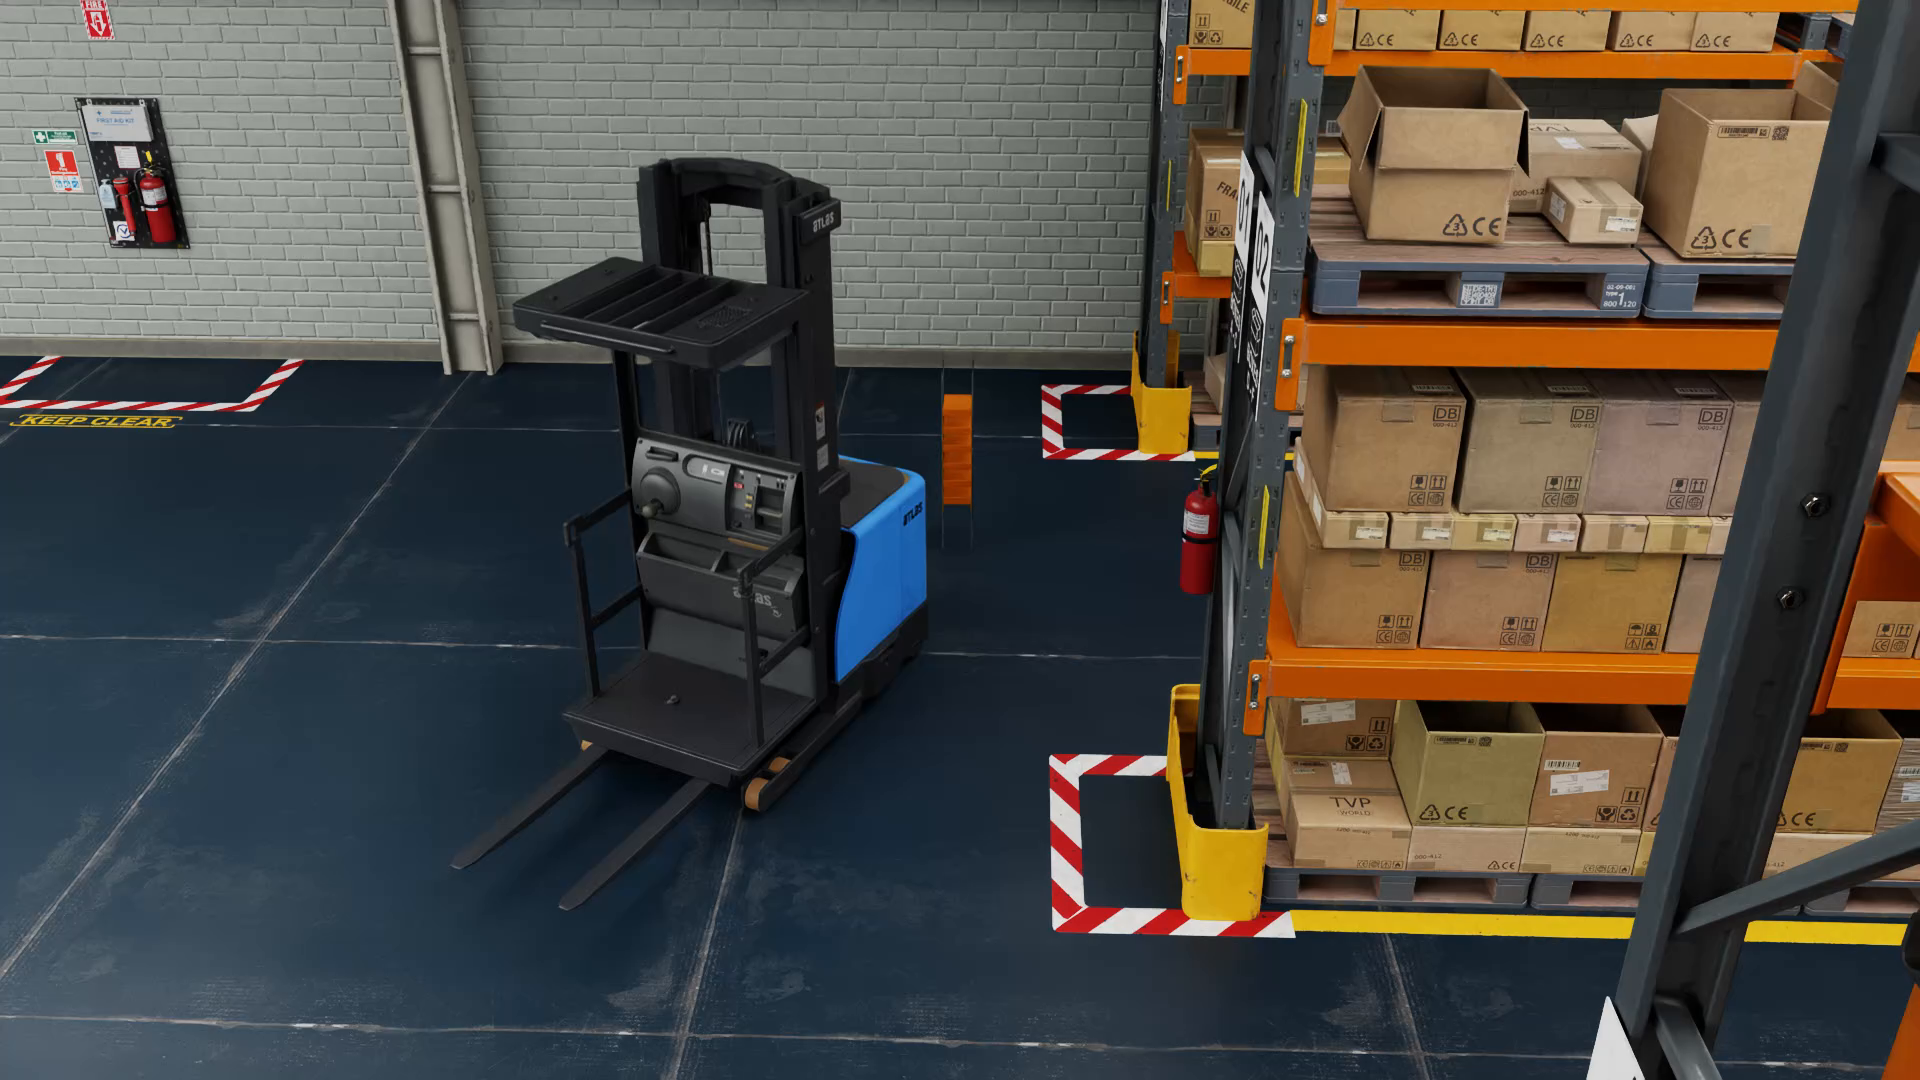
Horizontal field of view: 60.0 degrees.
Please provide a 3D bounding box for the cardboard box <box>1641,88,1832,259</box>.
[{"bbox_3d":[2.872,-1.353,6.118,0.500,0.500,0.500,1,28,2],"label":"cardboard box"}]

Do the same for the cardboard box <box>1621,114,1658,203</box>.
[{"bbox_3d":[2.938,-1.520,6.635,0.500,0.311,0.500,4,28,8],"label":"cardboard box"}]

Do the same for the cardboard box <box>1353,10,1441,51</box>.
[{"bbox_3d":[2.773,-3.434,10.620,0.500,0.500,0.500,2,28,4],"label":"cardboard box"}]

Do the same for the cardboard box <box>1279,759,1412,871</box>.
[{"bbox_3d":[1.751,1.251,7.601,0.500,0.250,0.500,1,28,2],"label":"cardboard box"}]

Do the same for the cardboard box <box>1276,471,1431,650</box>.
[{"bbox_3d":[1.689,0.078,7.219,0.500,0.500,0.700,1,28,2],"label":"cardboard box"}]

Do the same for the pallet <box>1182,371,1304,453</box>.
[{"bbox_3d":[2.280,-0.947,12.237,1.213,0.211,1.003,1,28,2],"label":"pallet"}]

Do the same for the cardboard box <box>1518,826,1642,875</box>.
[{"bbox_3d":[2.750,1.266,7.573,0.500,0.250,0.500,1,28,2],"label":"cardboard box"}]

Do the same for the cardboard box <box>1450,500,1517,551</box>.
[{"bbox_3d":[2.120,-0.107,6.876,0.250,0.149,0.380,1,28,2],"label":"cardboard box"}]

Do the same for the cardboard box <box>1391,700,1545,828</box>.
[{"bbox_3d":[2.250,0.927,7.412,0.500,0.500,0.500,1,28,2],"label":"cardboard box"}]

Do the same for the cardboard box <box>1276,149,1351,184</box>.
[{"bbox_3d":[2.354,-2.323,11.193,0.500,0.500,0.500,1,28,2],"label":"cardboard box"}]

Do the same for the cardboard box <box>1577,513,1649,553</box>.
[{"bbox_3d":[2.639,-0.099,6.860,0.250,0.149,0.380,0,28,0],"label":"cardboard box"}]

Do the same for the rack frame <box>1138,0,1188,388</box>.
[{"bbox_3d":[1.394,-2.211,11.643,0.127,3.000,1.000,1,28,2],"label":"rack frame"}]

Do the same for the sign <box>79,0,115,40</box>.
[{"bbox_3d":[-6.346,-3.833,12.228,0.199,0.298,0.001,1,28,2],"label":"sign"}]

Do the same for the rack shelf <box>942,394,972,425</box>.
[{"bbox_3d":[-0.014,-0.809,10.247,0.180,0.103,0.258,1,28,2],"label":"rack shelf"}]

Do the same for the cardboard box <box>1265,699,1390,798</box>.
[{"bbox_3d":[1.769,1.008,8.058,0.500,0.250,0.500,1,28,2],"label":"cardboard box"}]

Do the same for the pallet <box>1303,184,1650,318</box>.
[{"bbox_3d":[1.928,-1.154,6.542,1.213,0.211,1.003,1,28,2],"label":"pallet"}]

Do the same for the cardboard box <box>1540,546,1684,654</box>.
[{"bbox_3d":[2.710,0.095,7.187,0.500,0.500,0.700,1,28,2],"label":"cardboard box"}]

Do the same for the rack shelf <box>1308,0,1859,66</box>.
[{"bbox_3d":[3.221,-2.015,6.063,4.000,0.370,1.077,1,28,2],"label":"rack shelf"}]

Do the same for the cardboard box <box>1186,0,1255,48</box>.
[{"bbox_3d":[1.719,-3.466,10.681,0.500,0.500,0.500,2,28,3],"label":"cardboard box"}]

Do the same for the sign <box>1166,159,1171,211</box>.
[{"bbox_3d":[1.375,-2.339,10.961,0.005,0.325,0.100,1,28,2],"label":"sign"}]

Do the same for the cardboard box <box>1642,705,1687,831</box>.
[{"bbox_3d":[3.249,0.945,7.376,0.500,0.500,0.500,1,28,2],"label":"cardboard box"}]

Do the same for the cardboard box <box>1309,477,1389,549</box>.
[{"bbox_3d":[1.607,-0.115,6.891,0.250,0.149,0.380,1,28,1],"label":"cardboard box"}]

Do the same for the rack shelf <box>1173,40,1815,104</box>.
[{"bbox_3d":[3.392,-3.185,11.046,4.000,0.370,1.077,1,28,2],"label":"rack shelf"}]

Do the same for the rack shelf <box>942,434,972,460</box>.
[{"bbox_3d":[-0.014,-0.597,10.359,0.180,0.103,0.258,1,28,2],"label":"rack shelf"}]

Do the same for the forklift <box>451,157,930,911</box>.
[{"bbox_3d":[-1.295,-0.200,7.923,1.130,2.935,3.031,13,31,24],"label":"forklift"}]

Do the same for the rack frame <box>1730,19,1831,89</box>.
[{"bbox_3d":[5.391,-2.144,11.518,0.127,3.000,1.000,1,28,2],"label":"rack frame"}]

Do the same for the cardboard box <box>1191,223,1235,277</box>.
[{"bbox_3d":[1.870,-1.996,11.378,0.500,0.250,0.500,0,28,0],"label":"cardboard box"}]

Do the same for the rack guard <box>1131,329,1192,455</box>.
[{"bbox_3d":[1.469,-1.105,12.226,0.348,0.500,1.175,1,28,2],"label":"rack guard"}]

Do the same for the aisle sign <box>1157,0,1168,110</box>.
[{"bbox_3d":[1.311,-3.220,10.771,0.004,0.787,0.394,1,28,2],"label":"aisle sign"}]

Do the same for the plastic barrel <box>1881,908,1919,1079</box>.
[{"bbox_3d":[1.534,0.675,2.091,0.708,0.830,0.600,1,28,2],"label":"plastic barrel"}]

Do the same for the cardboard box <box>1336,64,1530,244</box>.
[{"bbox_3d":[1.797,-1.499,6.389,0.637,0.503,0.797,3,28,5],"label":"cardboard box"}]

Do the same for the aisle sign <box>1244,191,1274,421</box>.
[{"bbox_3d":[1.146,-0.898,6.391,0.004,0.787,0.394,1,28,2],"label":"aisle sign"}]

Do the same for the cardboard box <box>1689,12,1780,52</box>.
[{"bbox_3d":[4.875,-3.415,10.585,0.500,0.500,0.500,2,28,3],"label":"cardboard box"}]

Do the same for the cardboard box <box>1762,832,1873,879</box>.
[{"bbox_3d":[3.749,1.284,7.538,0.500,0.250,0.500,1,28,2],"label":"cardboard box"}]

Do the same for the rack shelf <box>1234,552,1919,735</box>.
[{"bbox_3d":[3.221,0.459,7.375,4.000,0.370,1.077,1,28,2],"label":"rack shelf"}]

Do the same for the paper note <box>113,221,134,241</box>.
[{"bbox_3d":[-6.515,-2.408,12.955,0.142,0.148,0.016,1,28,2],"label":"paper note"}]

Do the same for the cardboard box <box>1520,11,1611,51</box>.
[{"bbox_3d":[3.818,-3.421,10.596,0.500,0.500,0.500,0,28,0],"label":"cardboard box"}]

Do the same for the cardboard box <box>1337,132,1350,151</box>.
[{"bbox_3d":[2.892,-2.557,11.634,0.500,0.500,0.500,0,28,0],"label":"cardboard box"}]

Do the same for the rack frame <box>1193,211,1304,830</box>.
[{"bbox_3d":[1.222,0.108,7.269,0.127,3.000,1.000,1,28,2],"label":"rack frame"}]

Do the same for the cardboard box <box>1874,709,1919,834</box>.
[{"bbox_3d":[4.249,0.953,7.361,0.500,0.500,0.500,1,28,2],"label":"cardboard box"}]

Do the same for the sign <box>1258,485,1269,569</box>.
[{"bbox_3d":[1.197,-0.050,6.557,0.005,0.325,0.100,1,28,2],"label":"sign"}]

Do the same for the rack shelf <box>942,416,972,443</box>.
[{"bbox_3d":[-0.014,-0.703,10.303,0.180,0.103,0.258,1,28,2],"label":"rack shelf"}]

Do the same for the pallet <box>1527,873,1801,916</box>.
[{"bbox_3d":[3.204,1.355,7.894,1.213,0.211,1.003,1,28,2],"label":"pallet"}]

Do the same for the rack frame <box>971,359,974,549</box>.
[{"bbox_3d":[0.077,-0.529,10.392,0.006,1.200,0.240,1,28,2],"label":"rack frame"}]

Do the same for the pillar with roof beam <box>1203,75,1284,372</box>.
[{"bbox_3d":[1.972,-3.239,7.178,0.400,9.000,9.100,1,28,2],"label":"pillar with roof beam"}]

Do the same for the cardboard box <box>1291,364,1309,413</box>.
[{"bbox_3d":[2.652,-1.154,12.051,0.500,0.311,0.500,3,28,6],"label":"cardboard box"}]

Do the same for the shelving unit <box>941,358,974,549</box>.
[{"bbox_3d":[-0.014,-0.530,10.395,0.189,1.200,0.258,1,28,2],"label":"shelving unit"}]

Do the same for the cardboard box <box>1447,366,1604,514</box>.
[{"bbox_3d":[2.267,-0.488,6.902,0.500,0.500,0.700,0,28,0],"label":"cardboard box"}]

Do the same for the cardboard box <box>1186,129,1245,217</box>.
[{"bbox_3d":[1.872,-2.576,11.671,0.500,0.500,0.500,1,28,1],"label":"cardboard box"}]

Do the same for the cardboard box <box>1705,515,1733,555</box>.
[{"bbox_3d":[3.143,-0.089,6.842,0.250,0.149,0.380,1,28,2],"label":"cardboard box"}]

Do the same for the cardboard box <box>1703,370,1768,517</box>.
[{"bbox_3d":[3.272,-0.472,6.872,0.500,0.500,0.700,1,28,2],"label":"cardboard box"}]

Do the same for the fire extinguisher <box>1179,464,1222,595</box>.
[{"bbox_3d":[1.121,-0.077,7.701,0.183,0.674,0.296,1,28,2],"label":"fire extinguisher"}]

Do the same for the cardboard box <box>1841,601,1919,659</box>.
[{"bbox_3d":[3.748,0.110,7.159,0.500,0.500,0.700,1,28,3],"label":"cardboard box"}]

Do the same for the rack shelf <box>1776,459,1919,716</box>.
[{"bbox_3d":[3.043,0.304,1.690,4.000,0.370,1.077,1,28,2],"label":"rack shelf"}]
